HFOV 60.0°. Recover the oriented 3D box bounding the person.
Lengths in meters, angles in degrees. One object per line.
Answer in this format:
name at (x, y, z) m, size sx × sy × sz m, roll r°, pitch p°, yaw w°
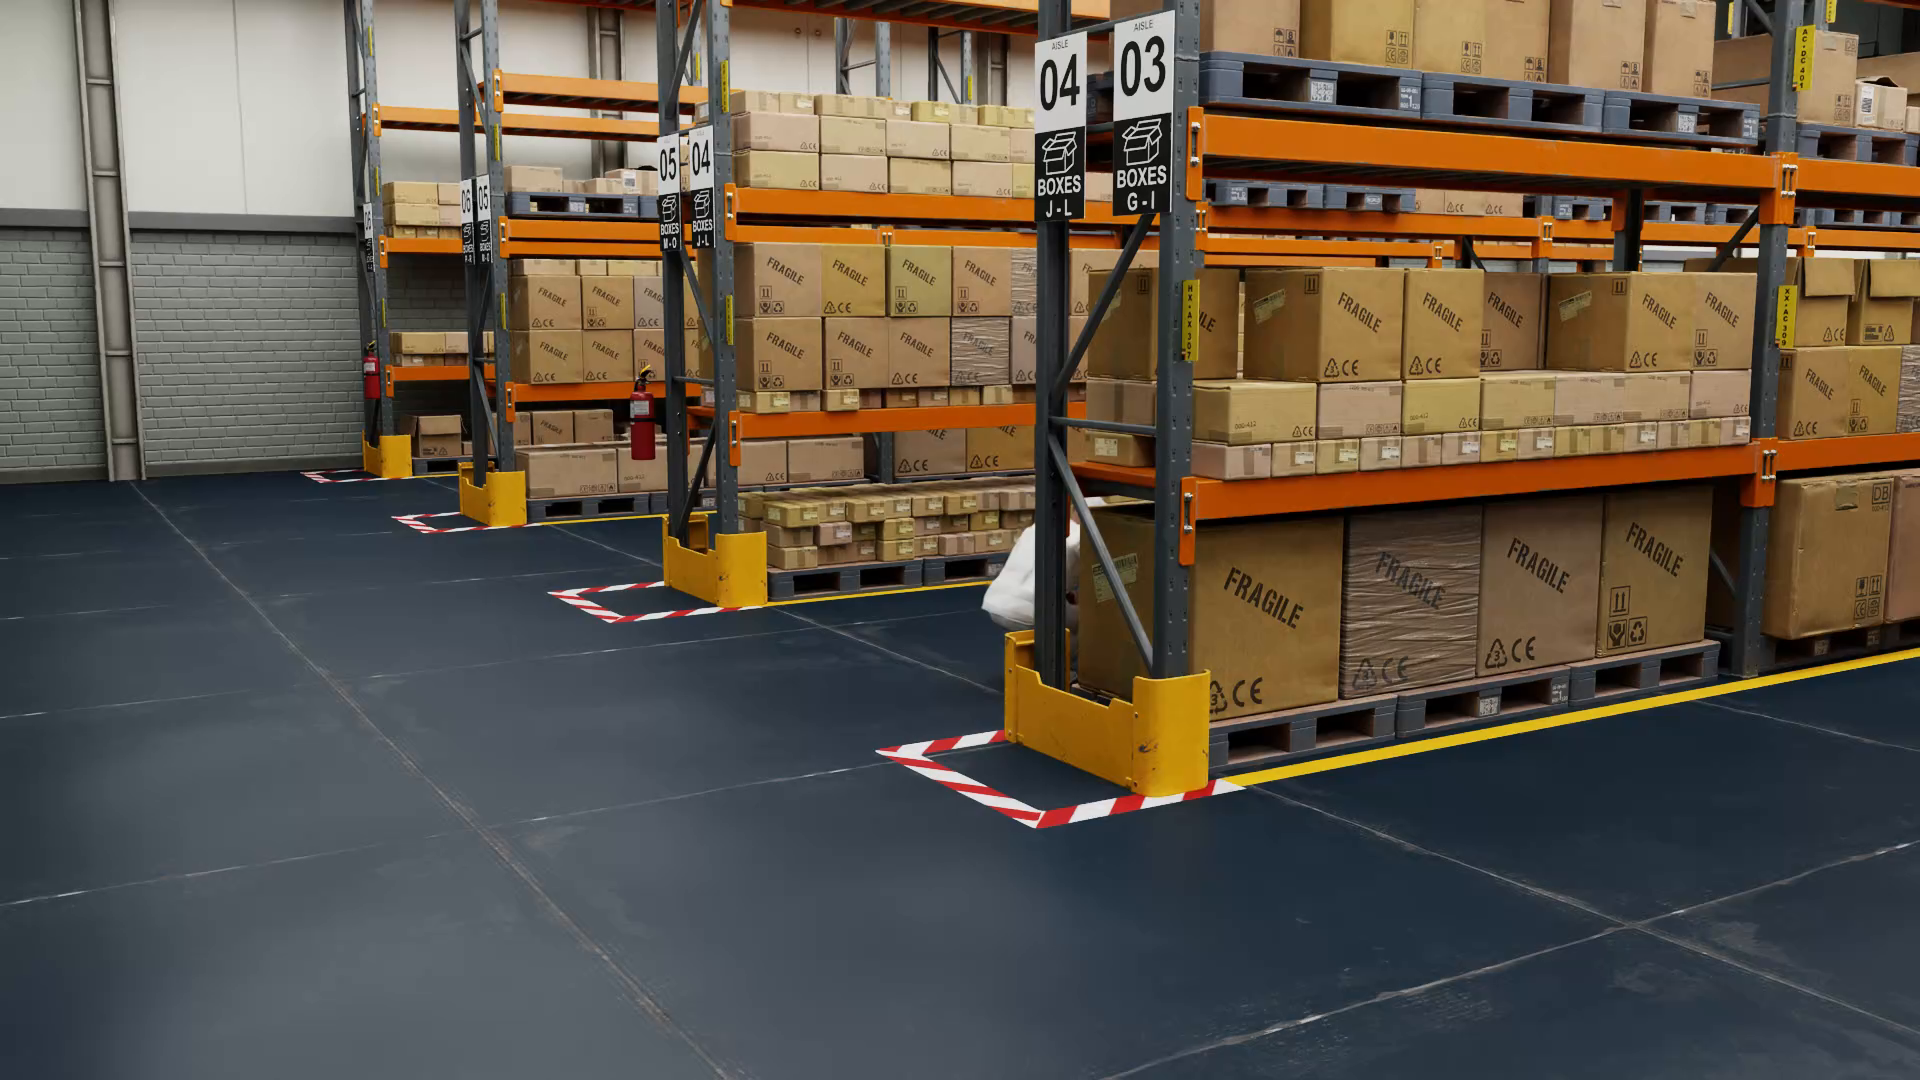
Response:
person at (0.536, 0.265, 9.130) m, size 0.876 × 0.999 × 0.583 m, roll -5°, pitch 9°, yaw -31°
